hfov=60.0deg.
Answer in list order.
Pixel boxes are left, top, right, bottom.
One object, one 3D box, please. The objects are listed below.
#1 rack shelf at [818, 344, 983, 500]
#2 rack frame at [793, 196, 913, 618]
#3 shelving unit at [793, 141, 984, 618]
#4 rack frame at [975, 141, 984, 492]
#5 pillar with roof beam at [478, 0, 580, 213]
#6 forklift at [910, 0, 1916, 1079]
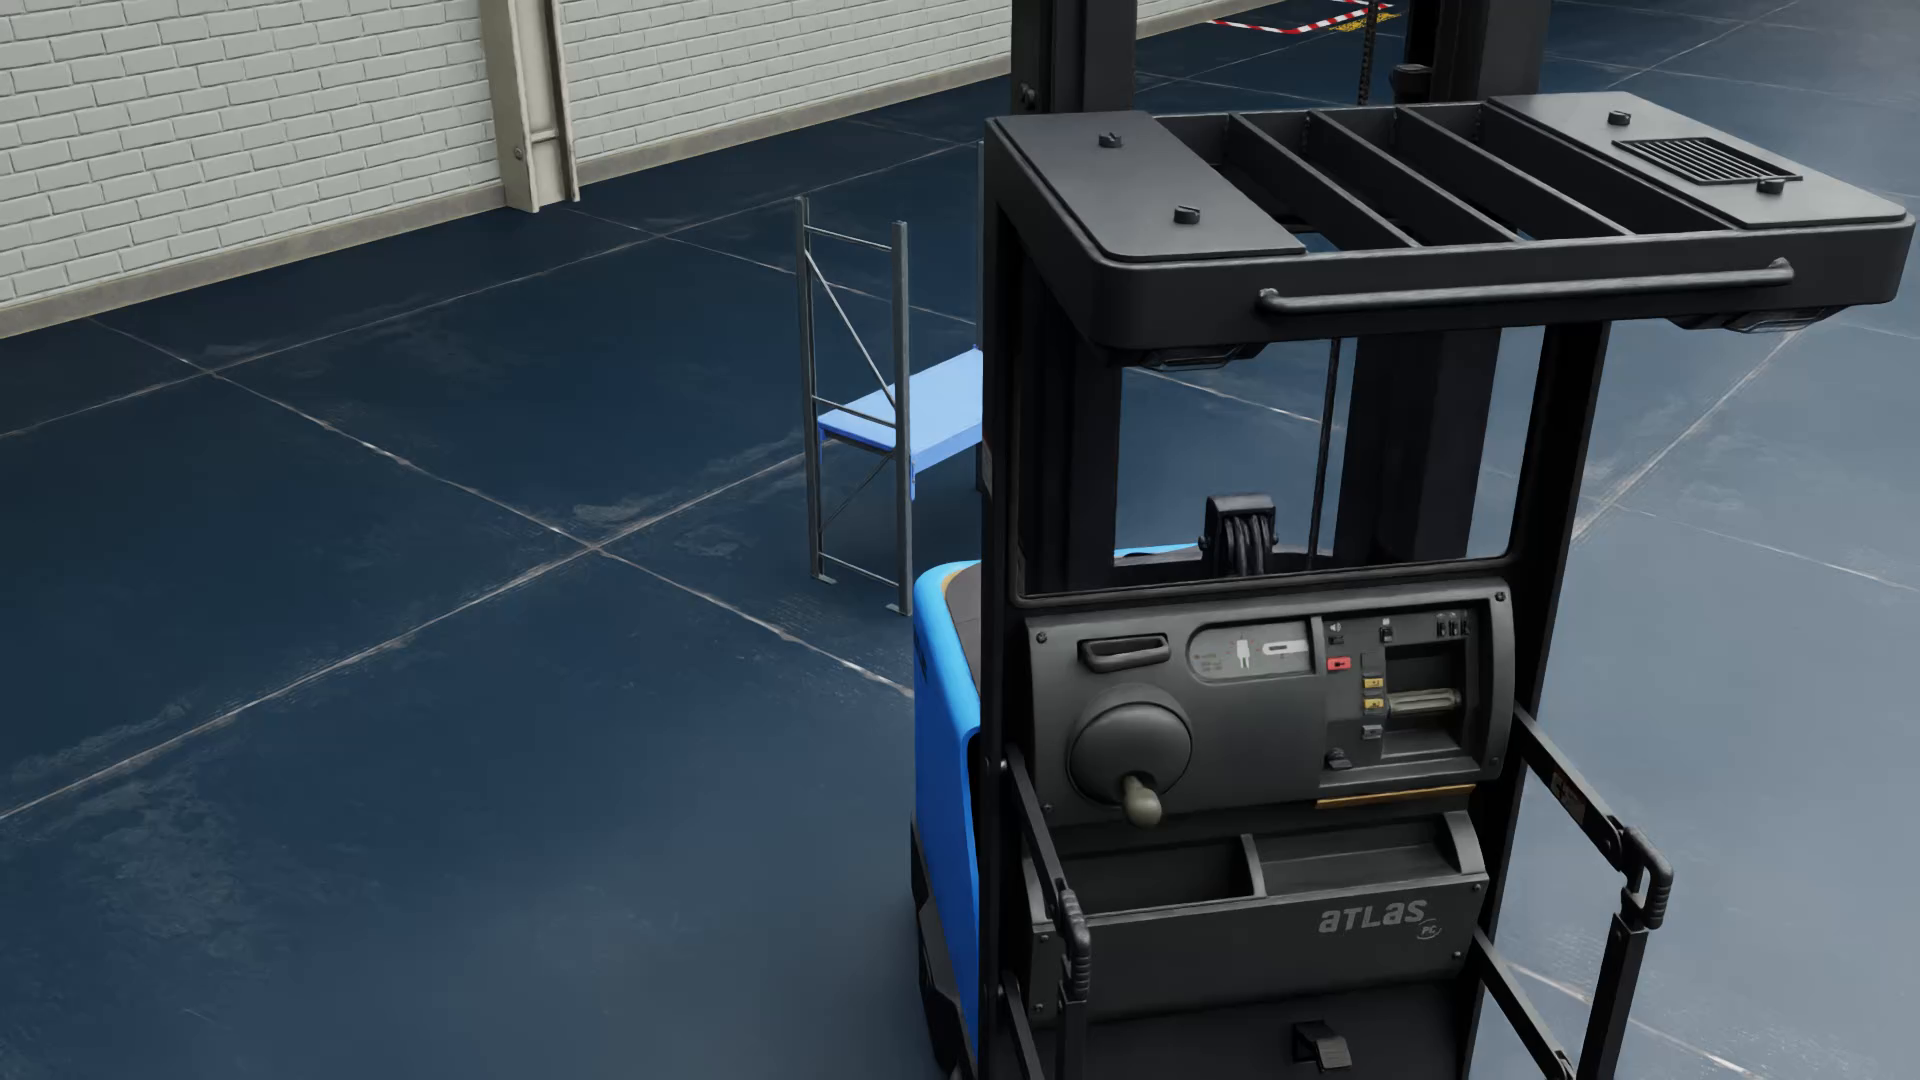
[{"bbox_3d":[-0.054,-0.476,6.430,0.538,0.185,1.000,21,34,34],"label":"rack shelf"},{"bbox_3d":[-0.378,-0.456,5.999,0.500,1.500,0.032,21,34,34],"label":"rack frame"},{"bbox_3d":[-0.054,-0.636,6.347,0.538,1.500,1.048,21,34,34],"label":"shelving unit"},{"bbox_3d":[0.269,-0.816,6.695,0.500,1.500,0.032,21,34,34],"label":"rack frame"},{"bbox_3d":[0.533,-4.994,6.610,9.100,9.000,0.400,21,34,34],"label":"pillar with roof beam"},{"bbox_3d":[0.624,0.342,2.900,1.130,2.935,3.031,-5,28,-9],"label":"forklift"}]
